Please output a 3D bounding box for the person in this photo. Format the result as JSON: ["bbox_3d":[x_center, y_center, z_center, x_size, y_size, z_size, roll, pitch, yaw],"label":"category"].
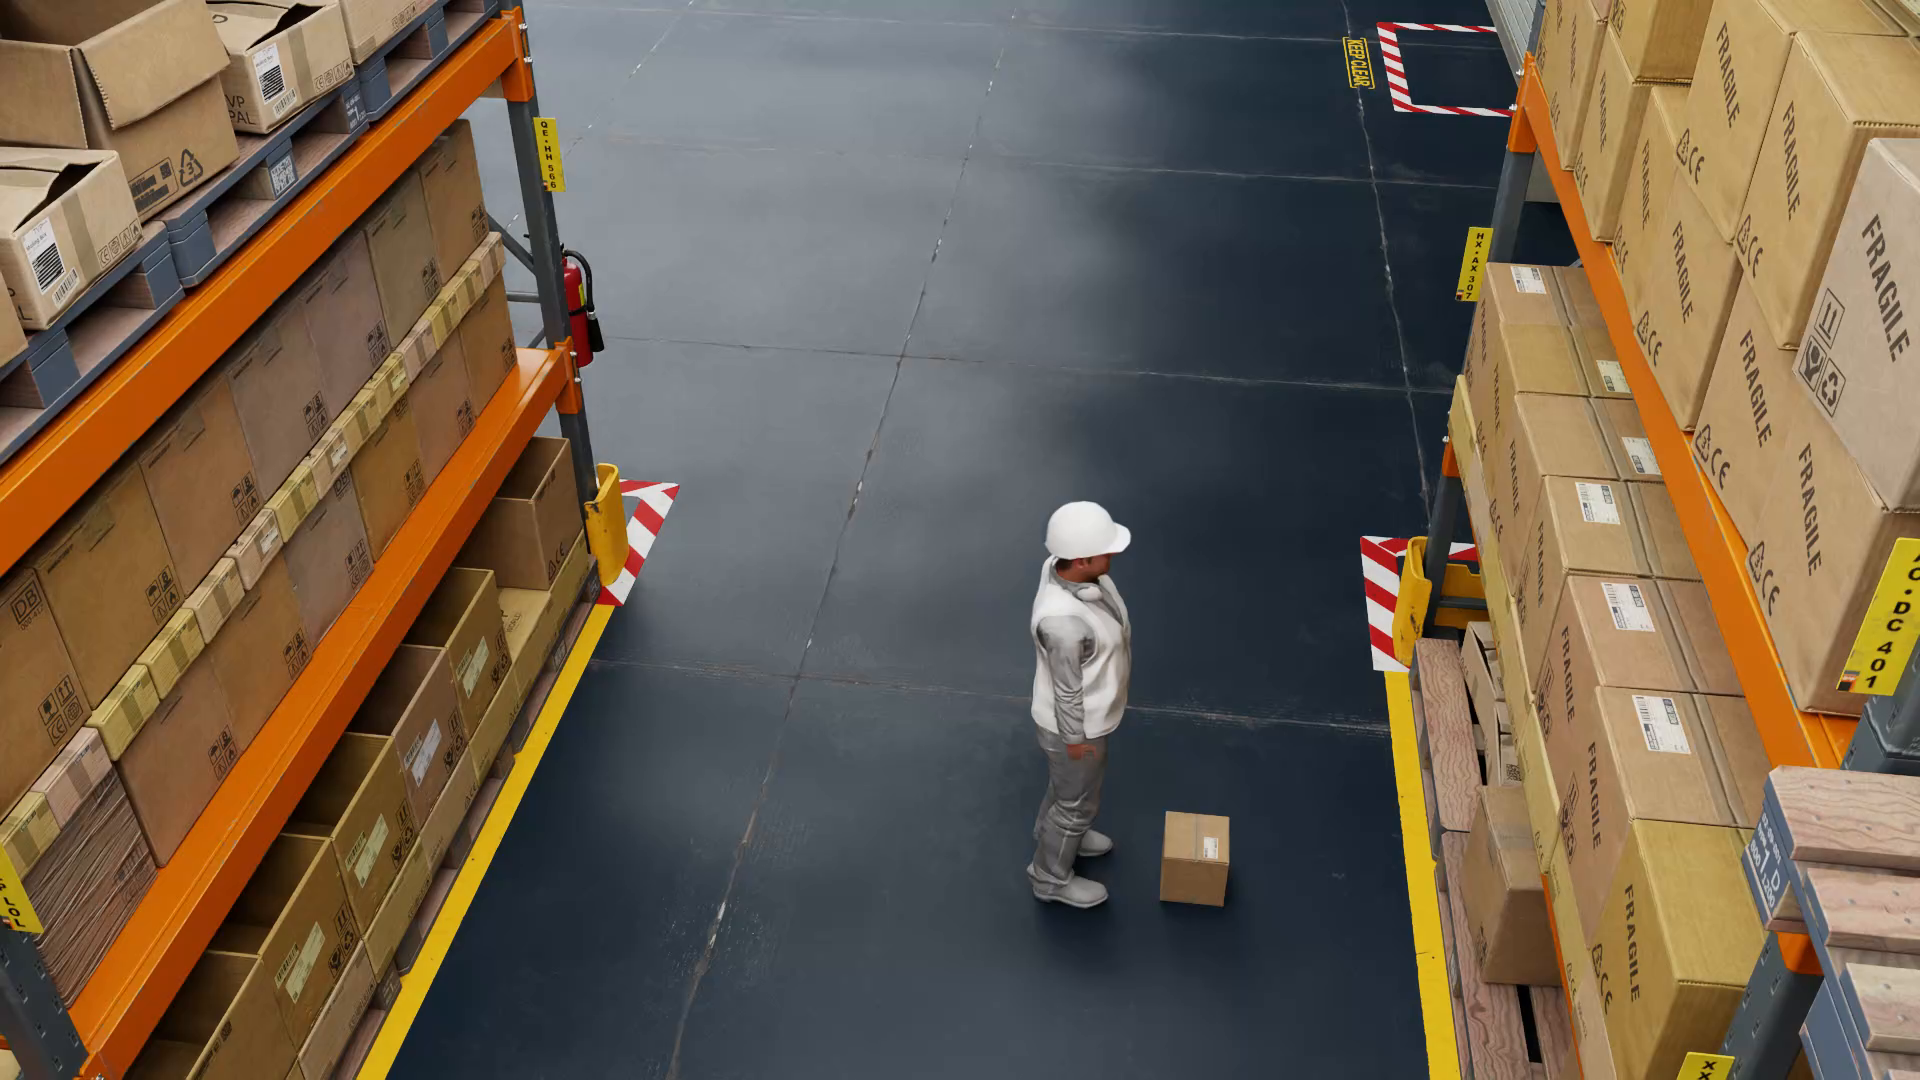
[{"bbox_3d":[0.445,0.601,6.193,0.360,1.767,0.531,5,36,7],"label":"person"}]
